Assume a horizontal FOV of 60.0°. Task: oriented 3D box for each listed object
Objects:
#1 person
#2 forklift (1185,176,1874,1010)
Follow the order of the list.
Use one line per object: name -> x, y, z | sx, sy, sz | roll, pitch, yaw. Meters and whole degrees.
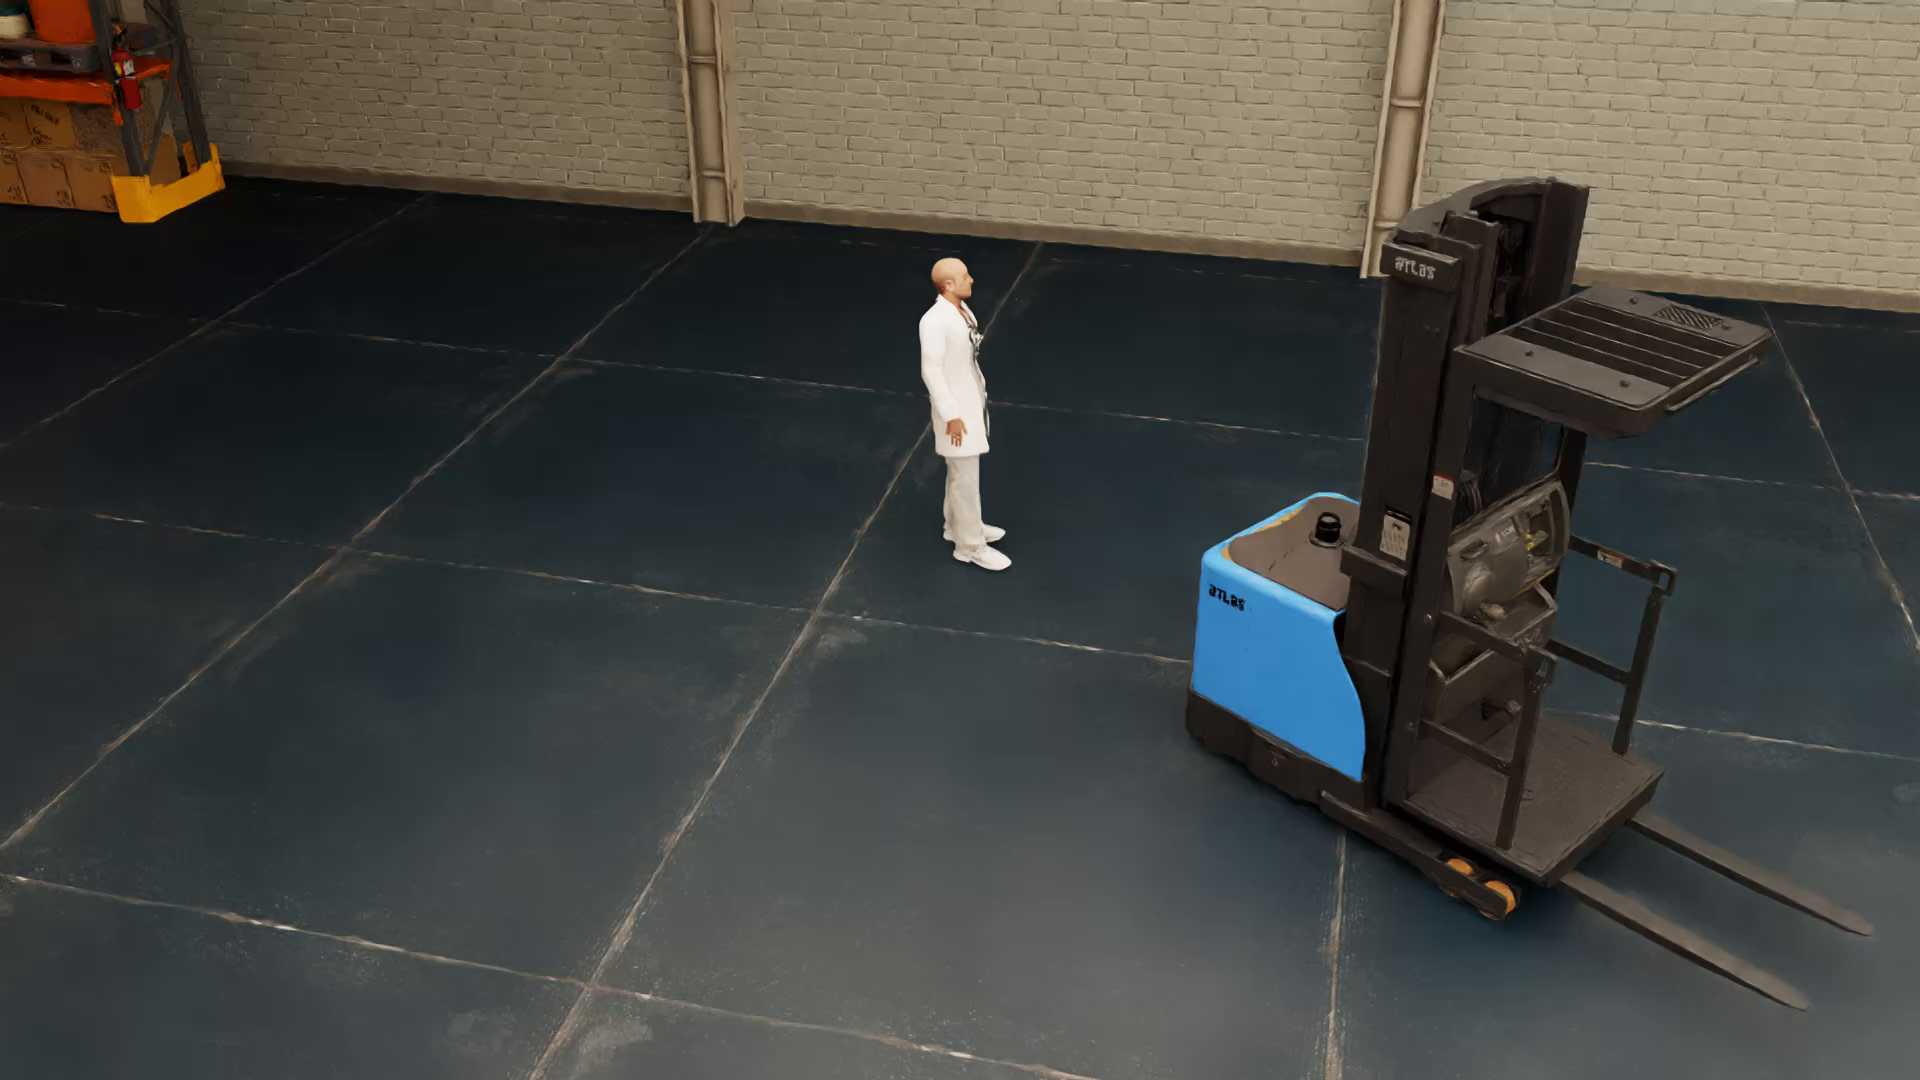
person -> 0.087, -0.767, 9.679 | 0.579, 1.776, 0.694 | 7, 30, 12
forklift -> 2.501, 0.087, 7.017 | 1.130, 2.935, 3.031 | -24, 38, -36
